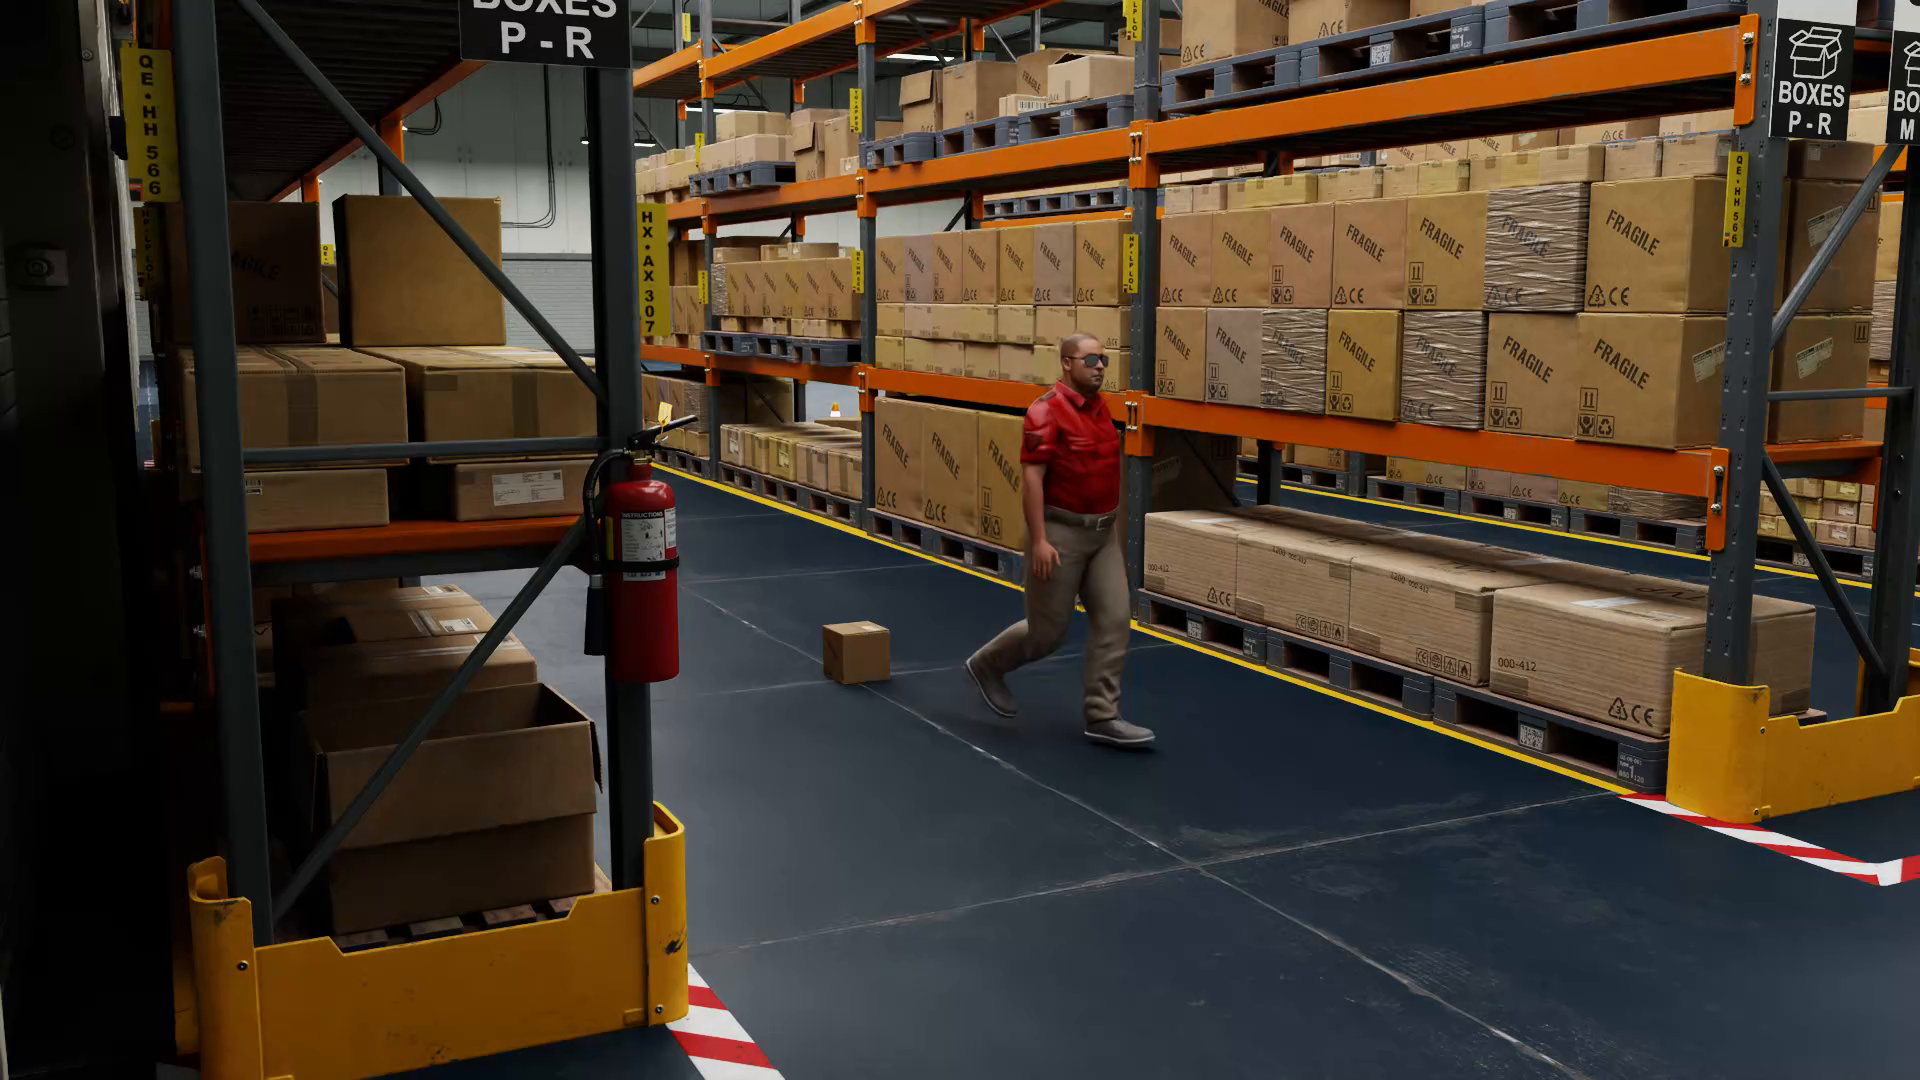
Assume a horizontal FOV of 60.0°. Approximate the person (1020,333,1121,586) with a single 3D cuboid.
[{"bbox_3d":[0.479,-0.324,6.835,0.322,1.045,0.550,8,12,43],"label":"person"}]
